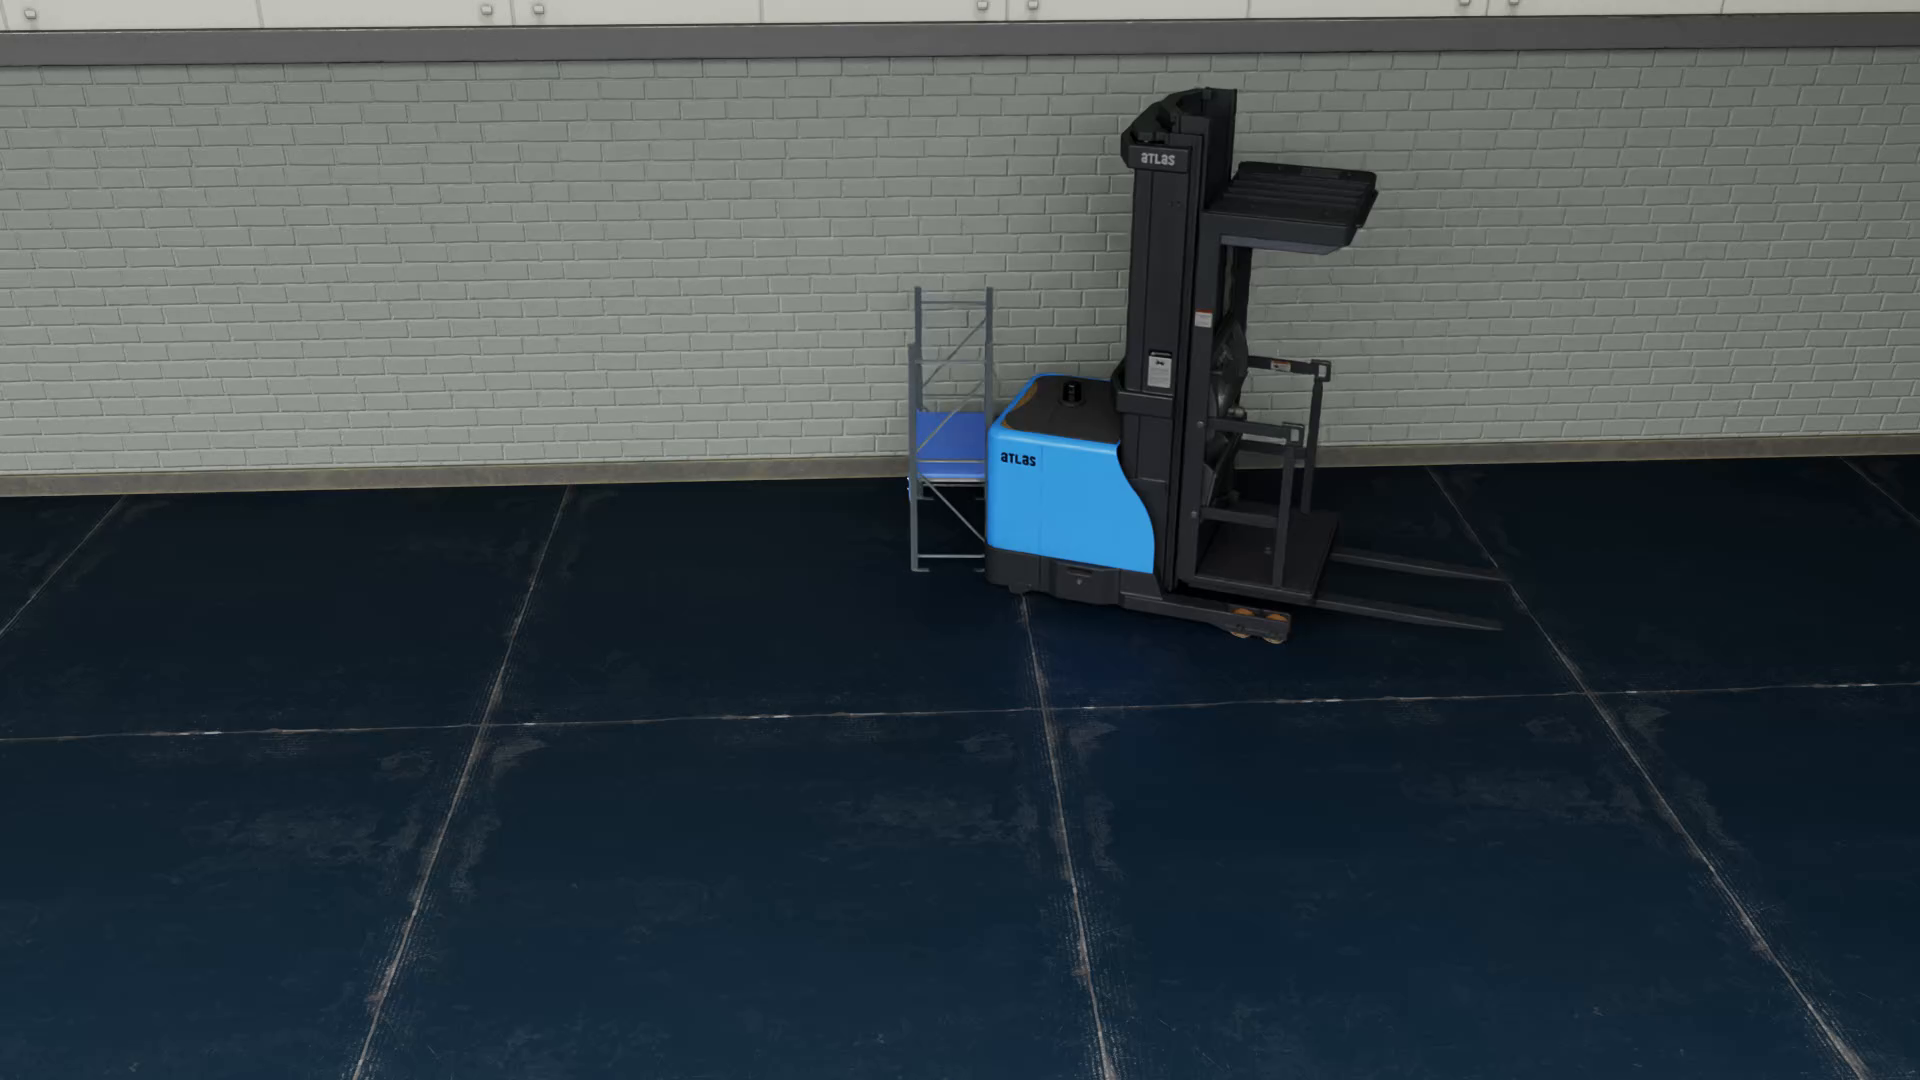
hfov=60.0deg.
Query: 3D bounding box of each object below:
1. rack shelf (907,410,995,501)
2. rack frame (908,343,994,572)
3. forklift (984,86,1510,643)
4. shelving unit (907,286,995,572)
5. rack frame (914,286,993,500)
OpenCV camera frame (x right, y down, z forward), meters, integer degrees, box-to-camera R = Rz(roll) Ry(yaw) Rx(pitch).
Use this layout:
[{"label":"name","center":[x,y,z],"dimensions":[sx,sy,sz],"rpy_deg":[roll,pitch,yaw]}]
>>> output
[{"label":"rack shelf","center":[-0.047,-0.550,10.572],"dimensions":[0.538,0.185,1.000],"rpy_deg":[0,28,1]},{"label":"rack frame","center":[-0.054,-0.474,10.038],"dimensions":[0.500,1.500,0.032],"rpy_deg":[0,28,1]},{"label":"forklift","center":[1.722,-0.980,9.459],"dimensions":[3.031,2.935,1.130],"rpy_deg":[9,29,17]},{"label":"shelving unit","center":[-0.047,-0.709,10.488],"dimensions":[0.538,1.500,1.048],"rpy_deg":[0,28,1]},{"label":"rack frame","center":[-0.040,-0.945,10.939],"dimensions":[0.500,1.500,0.032],"rpy_deg":[0,28,1]}]
